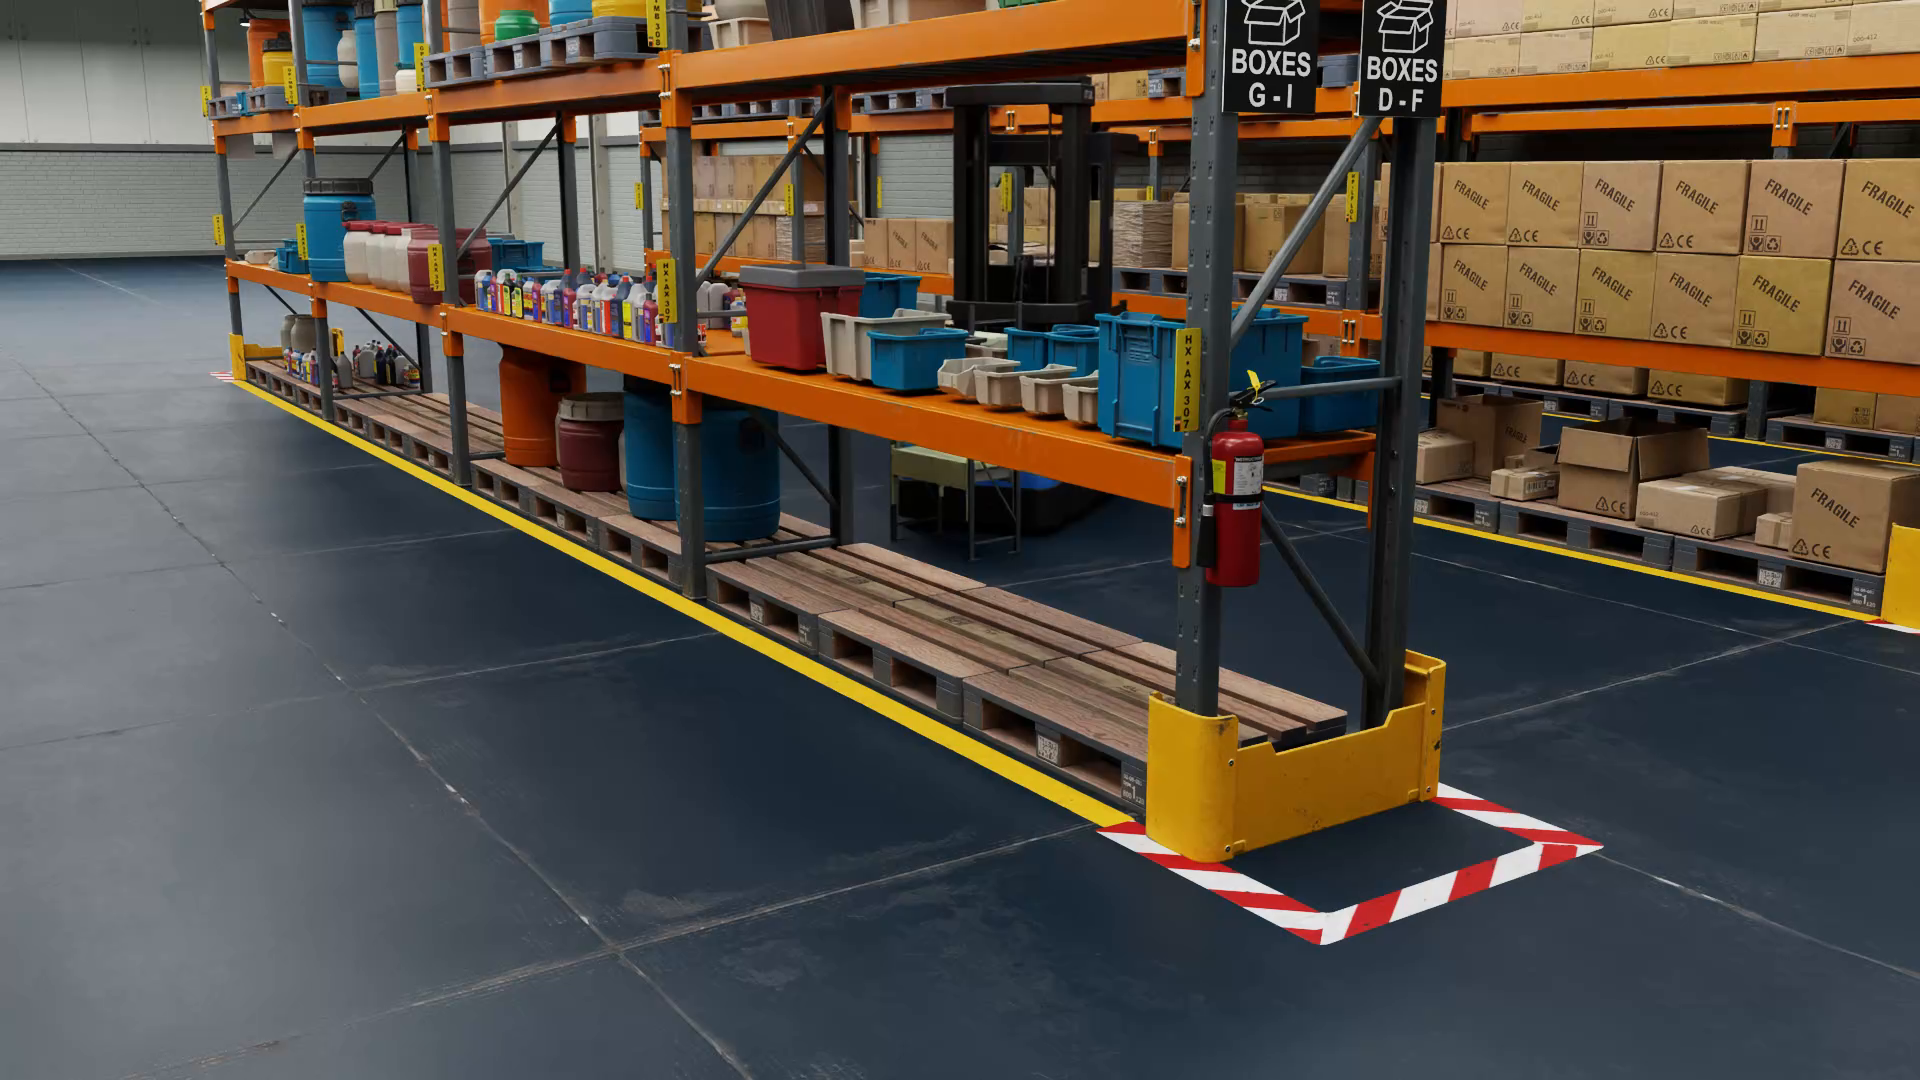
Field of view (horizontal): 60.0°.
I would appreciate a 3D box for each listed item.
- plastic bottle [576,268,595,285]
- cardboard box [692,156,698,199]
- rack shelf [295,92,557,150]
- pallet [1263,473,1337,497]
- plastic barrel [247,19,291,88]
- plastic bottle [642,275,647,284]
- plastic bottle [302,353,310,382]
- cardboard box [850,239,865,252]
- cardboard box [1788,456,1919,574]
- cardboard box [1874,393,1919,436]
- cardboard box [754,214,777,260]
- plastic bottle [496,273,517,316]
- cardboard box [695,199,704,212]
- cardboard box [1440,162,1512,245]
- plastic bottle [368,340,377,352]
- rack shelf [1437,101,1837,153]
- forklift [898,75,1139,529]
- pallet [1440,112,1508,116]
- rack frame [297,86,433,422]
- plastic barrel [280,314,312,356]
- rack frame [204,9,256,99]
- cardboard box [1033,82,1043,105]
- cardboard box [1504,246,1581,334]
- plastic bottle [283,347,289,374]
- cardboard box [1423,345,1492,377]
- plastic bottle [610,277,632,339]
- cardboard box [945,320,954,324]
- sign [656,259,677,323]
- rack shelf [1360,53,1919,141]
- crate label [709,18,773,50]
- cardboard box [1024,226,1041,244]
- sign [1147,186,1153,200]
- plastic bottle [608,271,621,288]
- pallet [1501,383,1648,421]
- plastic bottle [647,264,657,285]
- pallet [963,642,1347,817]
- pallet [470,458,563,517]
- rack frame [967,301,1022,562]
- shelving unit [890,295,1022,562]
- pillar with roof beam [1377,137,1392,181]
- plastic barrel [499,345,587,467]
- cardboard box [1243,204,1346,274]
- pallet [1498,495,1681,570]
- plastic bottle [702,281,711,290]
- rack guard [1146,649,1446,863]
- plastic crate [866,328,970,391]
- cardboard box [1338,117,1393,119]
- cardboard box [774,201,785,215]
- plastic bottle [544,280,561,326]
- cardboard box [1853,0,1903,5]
[{"bbox_3d":[-2.385,-1.545,10.523,0.144,0.351,0.185,-8,15,-33],"label":"plastic bottle"},{"bbox_3d":[-2.995,-4.423,20.293,0.700,0.500,0.500,-9,15,-34],"label":"cardboard box"},{"bbox_3d":[-4.369,-3.388,13.496,1.077,0.370,4.000,-8,15,-33],"label":"rack shelf"},{"bbox_3d":[2.598,-0.570,12.477,1.003,0.211,1.213,-8,15,-33],"label":"pallet"},{"bbox_3d":[-7.319,-5.150,17.881,0.600,0.830,0.708,-8,15,-33],"label":"plastic barrel"},{"bbox_3d":[-2.066,-1.587,10.869,0.061,0.283,0.133,-8,15,-33],"label":"plastic bottle"},{"bbox_3d":[-6.446,-1.715,16.530,0.152,0.276,0.135,-8,15,-32],"label":"plastic bottle"},{"bbox_3d":[-1.043,-3.060,17.683,0.500,0.250,0.500,-7,14,-29],"label":"cardboard box"},{"bbox_3d":[4.790,-0.143,8.813,0.500,0.500,0.500,-8,15,-33],"label":"cardboard box"},{"bbox_3d":[7.807,-1.129,13.370,0.700,0.500,0.500,-8,15,-33],"label":"cardboard box"},{"bbox_3d":[-1.901,-3.435,18.816,0.700,0.500,0.500,-8,15,-33],"label":"cardboard box"},{"bbox_3d":[-3.034,-1.660,11.223,0.152,0.276,0.135,-8,15,-33],"label":"plastic bottle"},{"bbox_3d":[-2.957,-4.014,19.942,0.380,0.149,0.250,-9,15,-35],"label":"cardboard box"},{"bbox_3d":[3.394,-2.121,10.465,0.500,0.500,0.500,-9,15,-35],"label":"cardboard box"},{"bbox_3d":[-6.022,-1.885,17.133,0.144,0.351,0.185,-7,14,-30],"label":"plastic bottle"},{"bbox_3d":[6.094,-3.849,15.605,1.077,0.370,4.000,-8,15,-33],"label":"rack shelf"},{"bbox_3d":[0.594,-1.775,11.618,1.130,2.935,3.031,5,13,20],"label":"forklift"},{"bbox_3d":[5.387,-4.356,16.680,1.213,0.211,1.003,-7,14,-30],"label":"pallet"},{"bbox_3d":[-5.477,-2.630,15.366,1.000,3.000,0.127,-8,15,-33],"label":"rack frame"},{"bbox_3d":[-7.265,-2.223,18.346,0.421,0.512,0.421,0,12,0],"label":"plastic barrel"},{"bbox_3d":[-7.694,-6.272,17.978,1.000,3.000,0.127,-8,15,-33],"label":"rack frame"},{"bbox_3d":[1.134,-3.945,14.123,0.910,0.500,0.500,-8,15,-33],"label":"cardboard box"},{"bbox_3d":[3.698,-1.539,10.142,0.500,0.500,0.500,-8,15,-33],"label":"cardboard box"},{"bbox_3d":[-6.949,-1.864,17.220,0.097,0.271,0.097,0,12,0],"label":"plastic bottle"},{"bbox_3d":[5.284,-2.100,16.991,0.750,0.750,0.750,-8,15,-34],"label":"cardboard box"},{"bbox_3d":[-1.929,-1.340,9.586,0.144,0.351,0.185,-8,15,-33],"label":"plastic bottle"},{"bbox_3d":[-0.321,-2.132,17.232,0.500,0.311,0.500,-8,15,-33],"label":"cardboard box"},{"bbox_3d":[-1.504,-1.277,8.534,0.100,0.325,0.005,-8,15,-33],"label":"sign"},{"bbox_3d":[4.189,-2.551,9.667,1.077,0.370,4.000,-8,15,-33],"label":"rack shelf"},{"bbox_3d":[-1.015,-2.422,8.013,0.293,0.136,0.466,-8,15,-33],"label":"crate label"},{"bbox_3d":[1.137,-4.144,22.594,0.500,0.250,0.500,-8,15,-34],"label":"cardboard box"},{"bbox_3d":[2.323,-4.160,20.336,0.100,0.325,0.005,-8,15,-33],"label":"sign"},{"bbox_3d":[-2.398,-1.736,11.579,0.097,0.271,0.097,0,12,0],"label":"plastic bottle"},{"bbox_3d":[6.032,-1.363,16.100,1.003,0.211,1.213,-8,15,-33],"label":"pallet"},{"bbox_3d":[-1.995,-1.636,10.938,0.144,0.351,0.185,-8,15,-33],"label":"plastic bottle"},{"bbox_3d":[0.746,0.715,6.596,1.003,0.211,1.213,-8,15,-33],"label":"pallet"},{"bbox_3d":[-2.790,-0.421,11.792,1.003,0.211,1.213,-8,15,-33],"label":"pallet"},{"bbox_3d":[0.203,-0.631,9.737,0.400,1.500,0.023,-10,16,-39],"label":"rack frame"},{"bbox_3d":[-0.034,-0.691,10.009,0.431,1.500,0.755,-10,16,-39],"label":"shelving unit"},{"bbox_3d":[1.402,-5.846,16.029,9.100,9.000,0.400,-8,15,-33],"label":"pillar with roof beam"},{"bbox_3d":[-2.976,-0.978,11.911,0.600,0.830,0.708,-8,15,-33],"label":"plastic barrel"},{"bbox_3d":[2.571,-2.272,12.513,0.700,0.500,0.500,-6,14,-24],"label":"cardboard box"},{"bbox_3d":[4.140,-0.091,10.283,1.003,0.211,1.213,-8,15,-33],"label":"pallet"},{"bbox_3d":[-1.626,-1.480,10.397,0.152,0.276,0.135,-8,15,-33],"label":"plastic bottle"},{"bbox_3d":[1.195,0.728,5.861,1.175,0.500,0.348,-8,15,-33],"label":"rack guard"},{"bbox_3d":[-0.180,-0.778,7.149,0.416,0.233,0.300,-8,15,-33],"label":"plastic crate"},{"bbox_3d":[4.362,-4.619,17.601,0.500,0.311,0.500,-8,15,-33],"label":"cardboard box"},{"bbox_3d":[-1.816,-3.648,18.271,0.380,0.149,0.250,-8,15,-34],"label":"cardboard box"},{"bbox_3d":[-2.522,-1.496,10.471,0.152,0.276,0.135,-8,15,-33],"label":"plastic bottle"},{"bbox_3d":[4.800,-2.779,8.206,0.500,0.250,0.500,-8,15,-33],"label":"cardboard box"}]
